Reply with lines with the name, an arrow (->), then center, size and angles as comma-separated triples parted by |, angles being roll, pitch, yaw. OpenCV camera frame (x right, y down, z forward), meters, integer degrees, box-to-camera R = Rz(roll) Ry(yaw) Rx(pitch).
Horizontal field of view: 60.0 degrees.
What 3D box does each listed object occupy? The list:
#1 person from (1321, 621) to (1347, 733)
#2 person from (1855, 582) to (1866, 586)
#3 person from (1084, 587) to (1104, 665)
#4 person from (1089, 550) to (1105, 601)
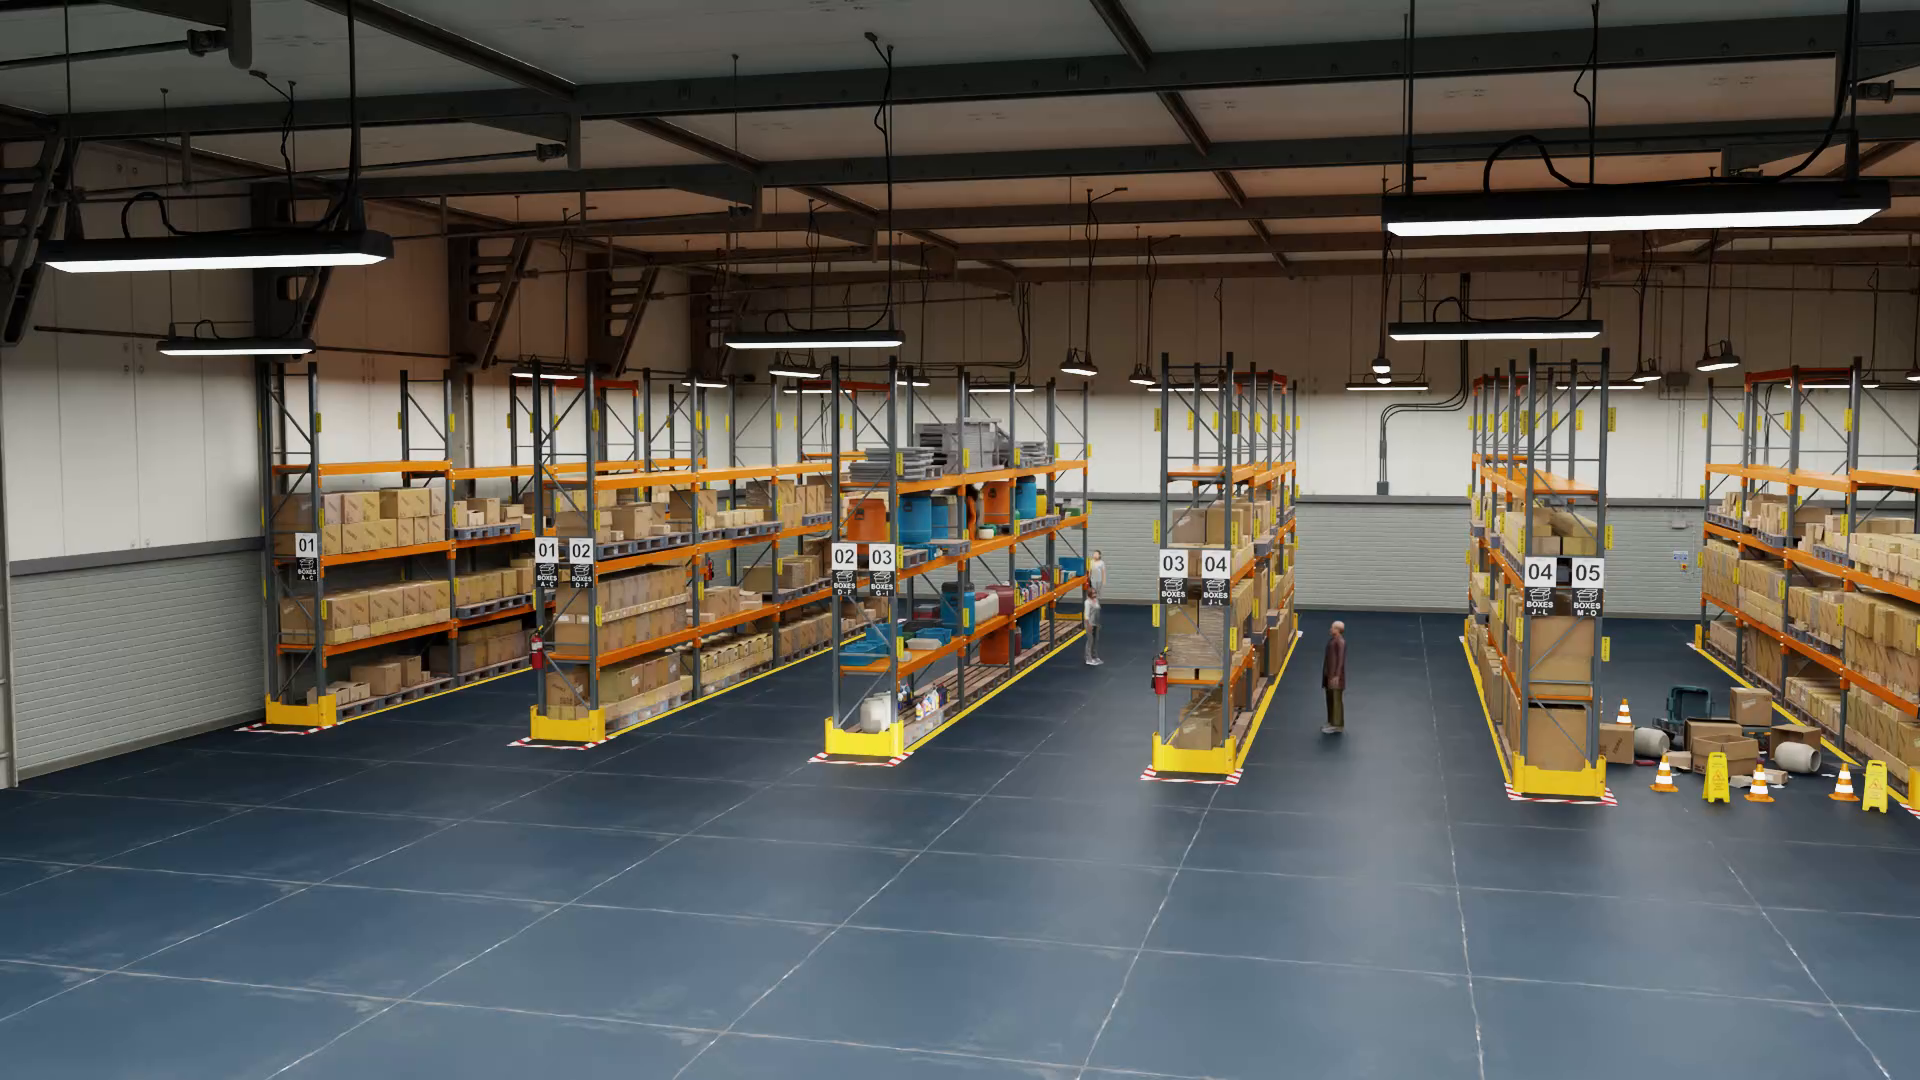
person -> 6.048, 2.210, 27.079 | 0.516, 1.779, 0.610 | -1, 4, -14
person -> 20.476, 1.516, 37.762 | 0.777, 1.623, 0.499 | 1, 4, 8
person -> 2.787, 1.783, 34.503 | 0.378, 1.613, 0.499 | 3, 5, 39
person -> 3.621, 1.104, 43.756 | 0.477, 1.669, 0.611 | -1, 4, -20
